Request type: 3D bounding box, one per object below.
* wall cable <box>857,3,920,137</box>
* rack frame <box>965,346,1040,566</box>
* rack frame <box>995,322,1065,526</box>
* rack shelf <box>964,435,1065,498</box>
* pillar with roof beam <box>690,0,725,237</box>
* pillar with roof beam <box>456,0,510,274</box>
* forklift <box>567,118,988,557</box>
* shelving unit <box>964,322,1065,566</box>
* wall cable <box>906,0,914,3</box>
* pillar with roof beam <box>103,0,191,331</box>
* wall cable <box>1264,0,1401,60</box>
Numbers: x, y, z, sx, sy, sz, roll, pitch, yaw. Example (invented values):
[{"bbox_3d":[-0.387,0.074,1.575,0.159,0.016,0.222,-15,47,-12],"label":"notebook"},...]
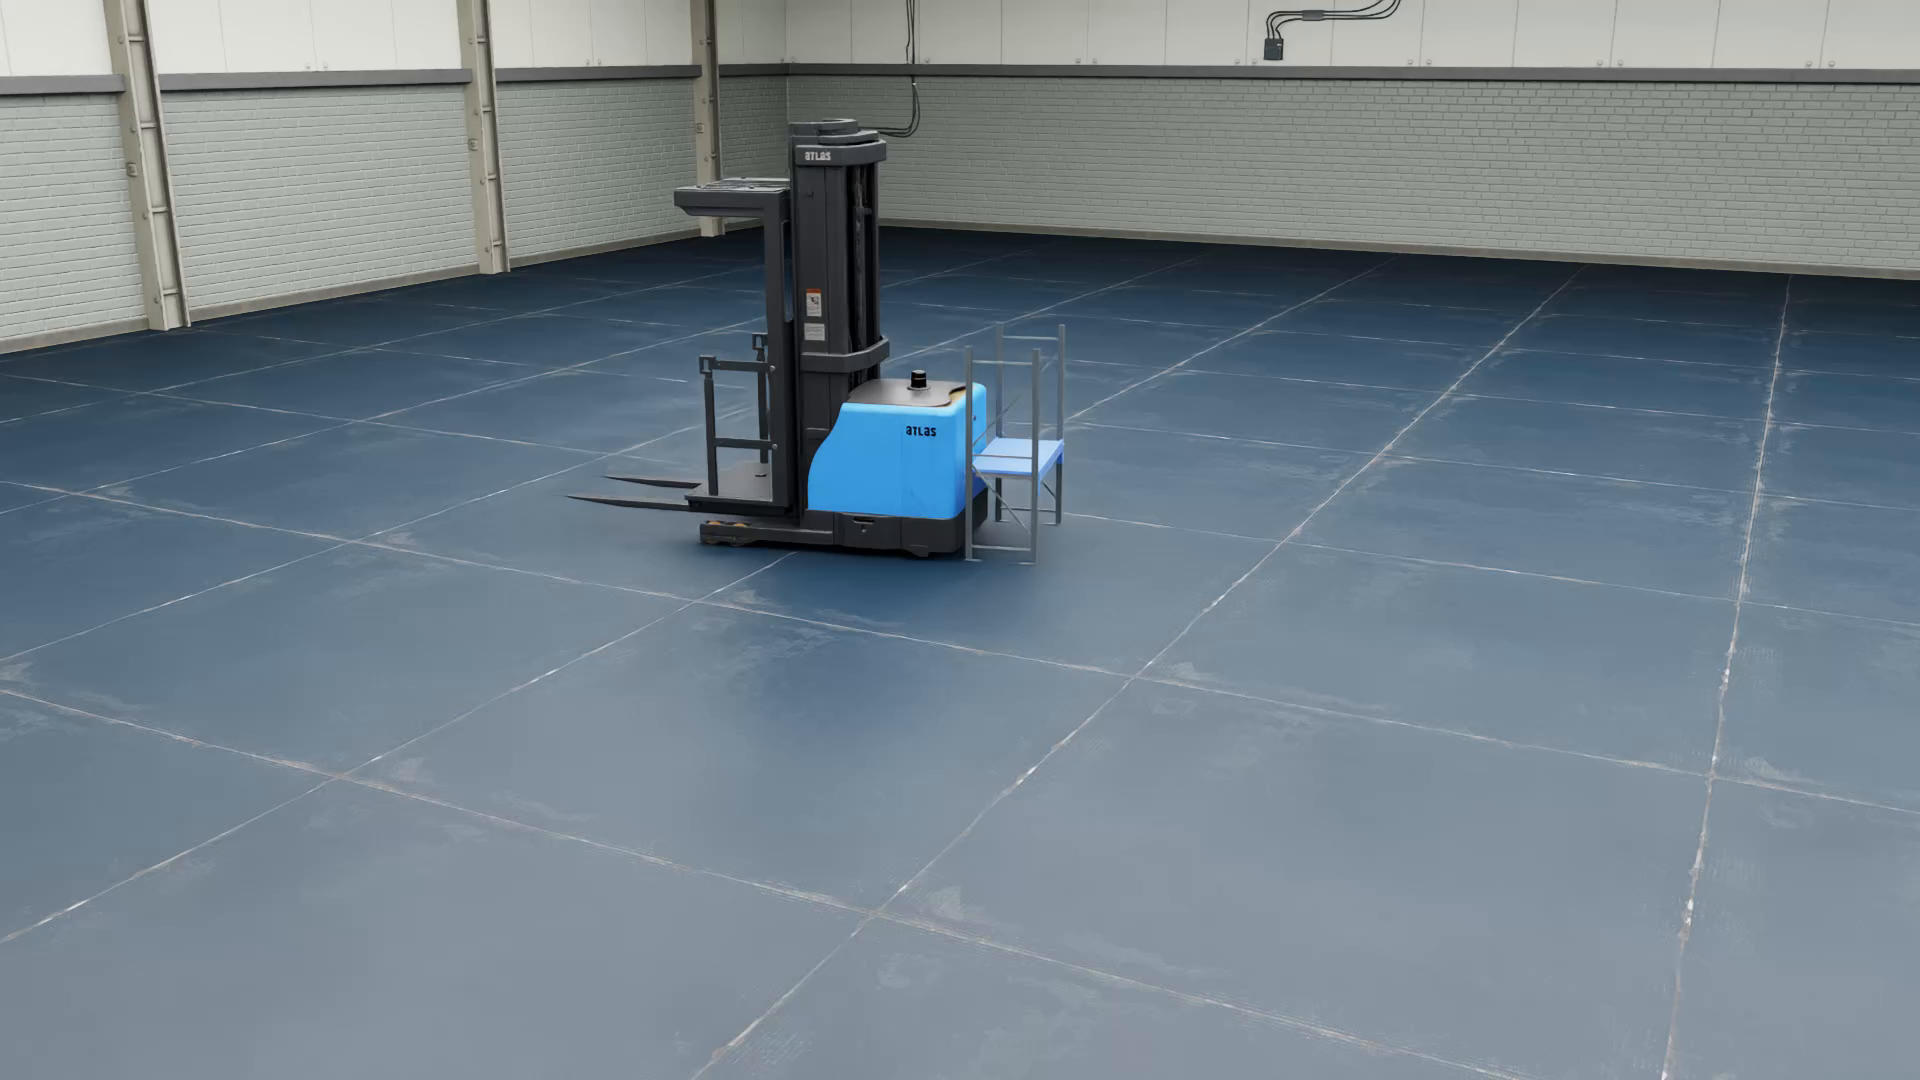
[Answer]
[{"bbox_3d":[-2.172,-9.164,32.526,3.097,2.526,0.112,8,18,25],"label":"wall cable"},{"bbox_3d":[0.285,-0.562,11.281,0.500,1.500,0.032,4,17,12],"label":"rack frame"},{"bbox_3d":[0.511,-0.844,12.232,0.500,1.500,0.032,4,17,12],"label":"rack frame"},{"bbox_3d":[0.398,-0.530,11.808,0.538,0.185,1.000,4,17,12],"label":"rack shelf"},{"bbox_3d":[-0.820,-9.522,28.280,9.100,9.000,0.400,8,18,25],"label":"pillar with roof beam"},{"bbox_3d":[-3.501,-7.994,23.134,9.100,9.000,0.400,8,18,25],"label":"pillar with roof beam"},{"bbox_3d":[-1.369,-1.496,11.913,3.031,2.935,1.130,4,17,14],"label":"forklift"},{"bbox_3d":[0.398,-0.703,11.757,0.538,1.500,1.048,4,17,12],"label":"shelving unit"},{"bbox_3d":[0.248,-11.241,30.648,3.097,2.526,0.112,8,18,25],"label":"wall cable"},{"bbox_3d":[-6.182,-6.466,17.989,9.100,9.000,0.400,8,18,25],"label":"pillar with roof beam"},{"bbox_3d":[6.314,-11.071,27.520,2.305,6.003,0.169,8,18,25],"label":"wall cable"}]
